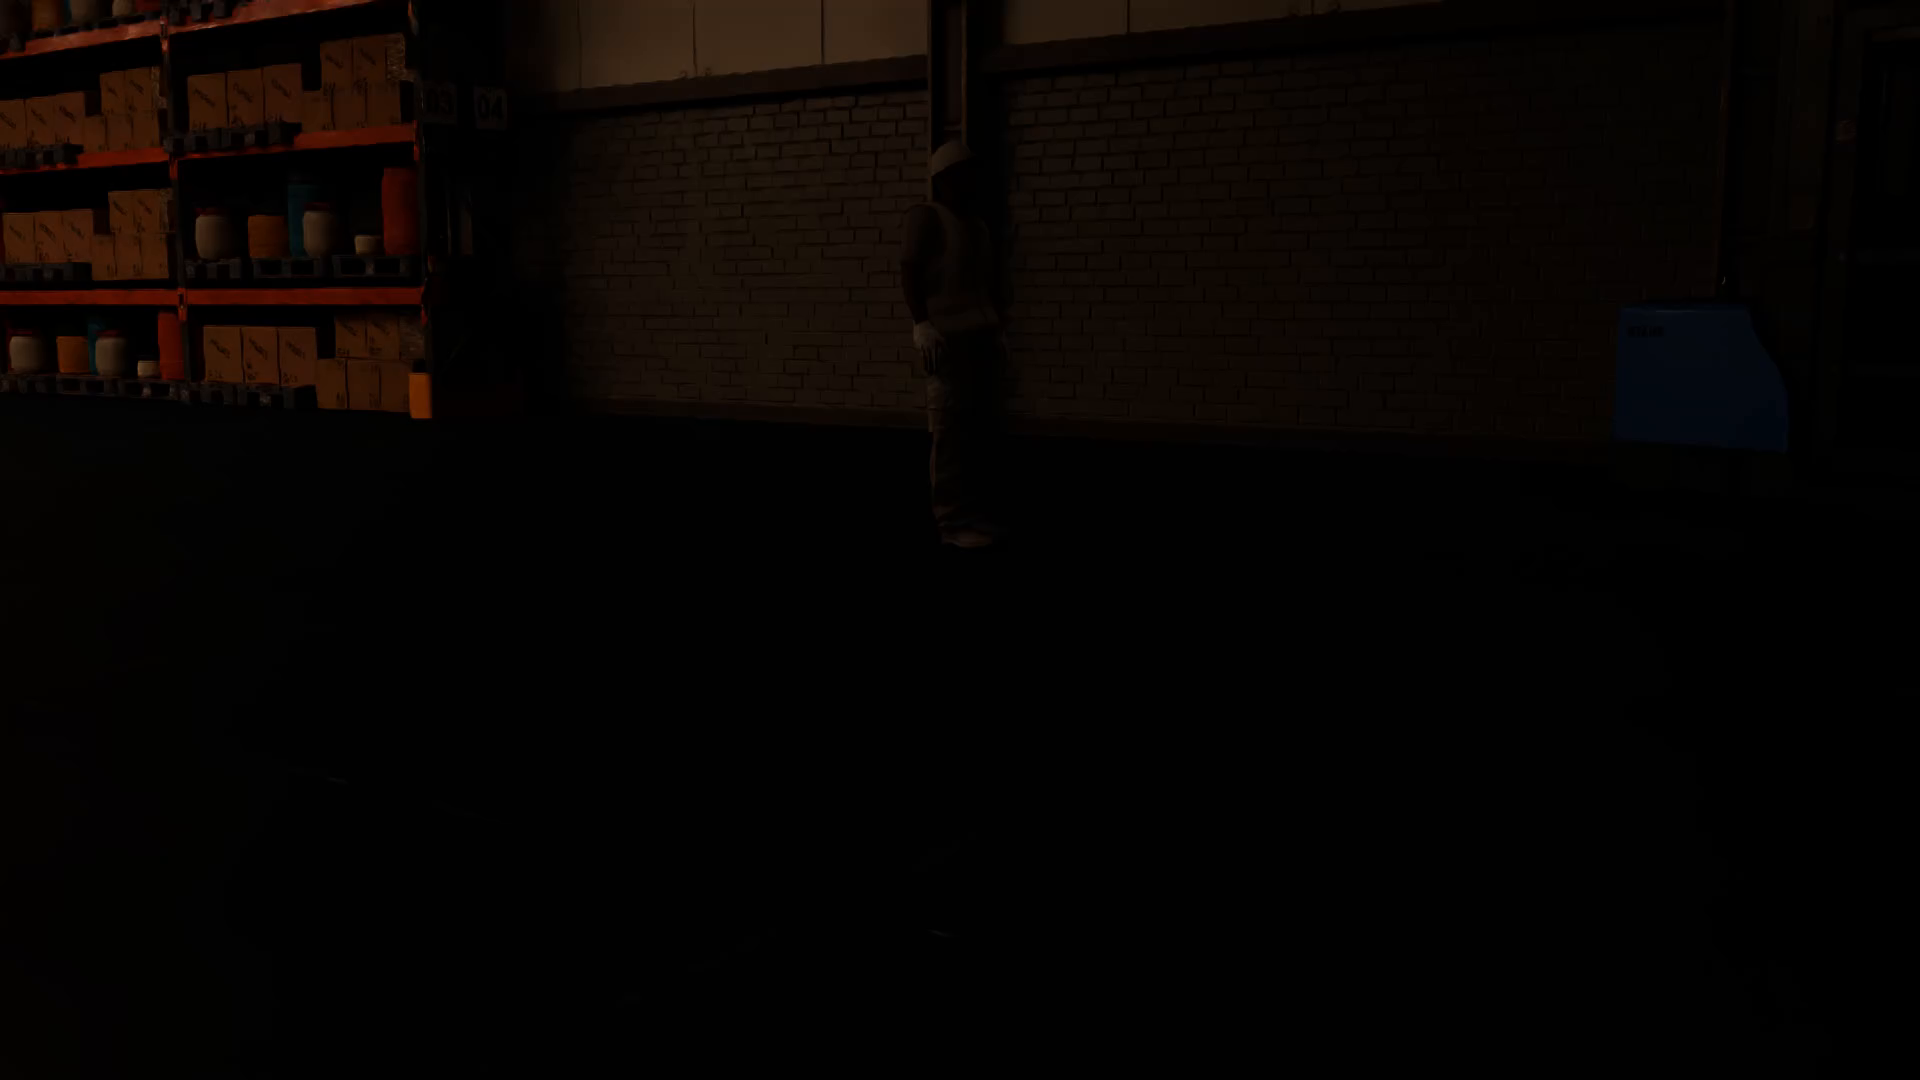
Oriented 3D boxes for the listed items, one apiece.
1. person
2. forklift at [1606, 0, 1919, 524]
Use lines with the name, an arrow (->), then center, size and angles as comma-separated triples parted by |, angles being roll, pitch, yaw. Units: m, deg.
person -> 0.055, -0.883, 7.431 | 0.576, 1.782, 0.655 | 5, 10, 34
forklift -> 4.945, -1.586, 8.348 | 1.130, 2.935, 3.031 | -6, 10, -36
